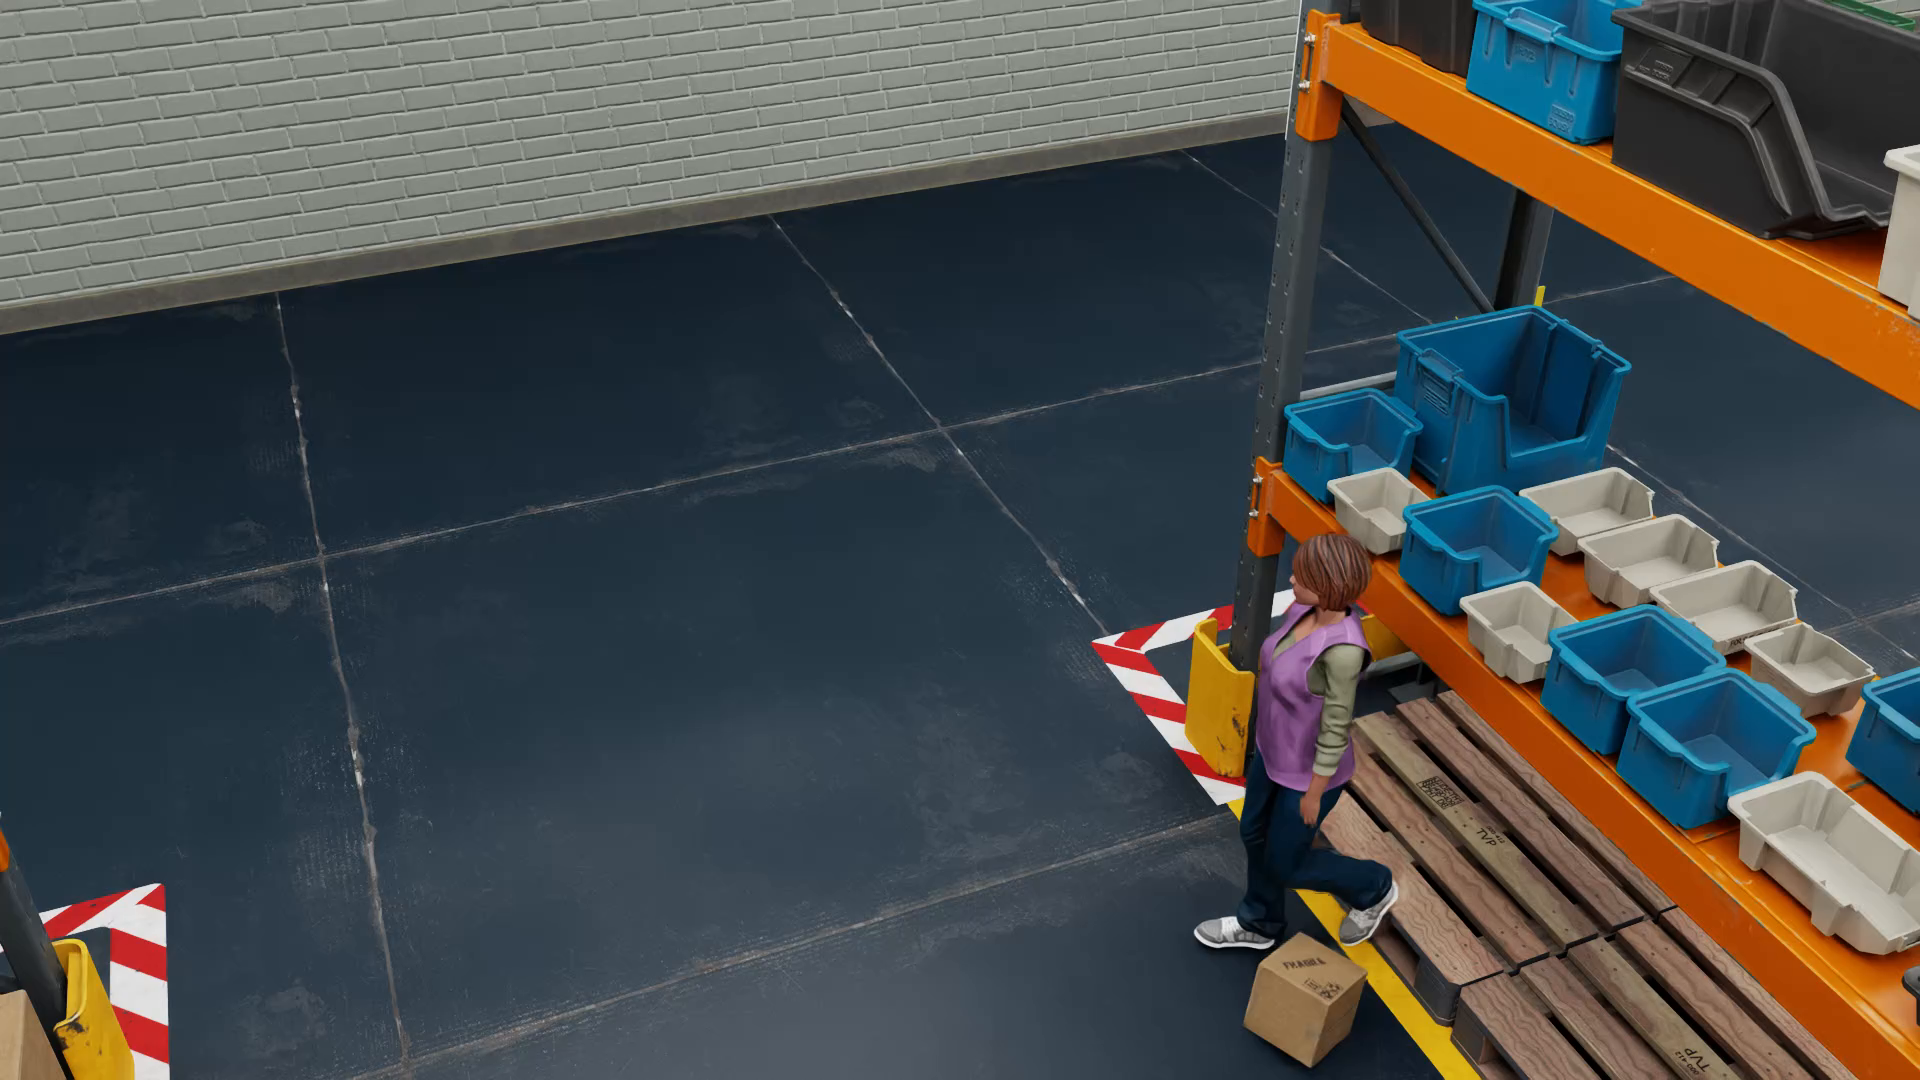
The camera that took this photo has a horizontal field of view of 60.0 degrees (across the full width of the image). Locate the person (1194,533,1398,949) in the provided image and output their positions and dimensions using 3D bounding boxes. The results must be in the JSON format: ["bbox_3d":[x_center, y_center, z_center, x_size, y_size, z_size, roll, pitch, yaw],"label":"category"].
[{"bbox_3d":[1.100,0.679,5.125,0.638,1.572,0.425,-3,34,-5],"label":"person"}]
